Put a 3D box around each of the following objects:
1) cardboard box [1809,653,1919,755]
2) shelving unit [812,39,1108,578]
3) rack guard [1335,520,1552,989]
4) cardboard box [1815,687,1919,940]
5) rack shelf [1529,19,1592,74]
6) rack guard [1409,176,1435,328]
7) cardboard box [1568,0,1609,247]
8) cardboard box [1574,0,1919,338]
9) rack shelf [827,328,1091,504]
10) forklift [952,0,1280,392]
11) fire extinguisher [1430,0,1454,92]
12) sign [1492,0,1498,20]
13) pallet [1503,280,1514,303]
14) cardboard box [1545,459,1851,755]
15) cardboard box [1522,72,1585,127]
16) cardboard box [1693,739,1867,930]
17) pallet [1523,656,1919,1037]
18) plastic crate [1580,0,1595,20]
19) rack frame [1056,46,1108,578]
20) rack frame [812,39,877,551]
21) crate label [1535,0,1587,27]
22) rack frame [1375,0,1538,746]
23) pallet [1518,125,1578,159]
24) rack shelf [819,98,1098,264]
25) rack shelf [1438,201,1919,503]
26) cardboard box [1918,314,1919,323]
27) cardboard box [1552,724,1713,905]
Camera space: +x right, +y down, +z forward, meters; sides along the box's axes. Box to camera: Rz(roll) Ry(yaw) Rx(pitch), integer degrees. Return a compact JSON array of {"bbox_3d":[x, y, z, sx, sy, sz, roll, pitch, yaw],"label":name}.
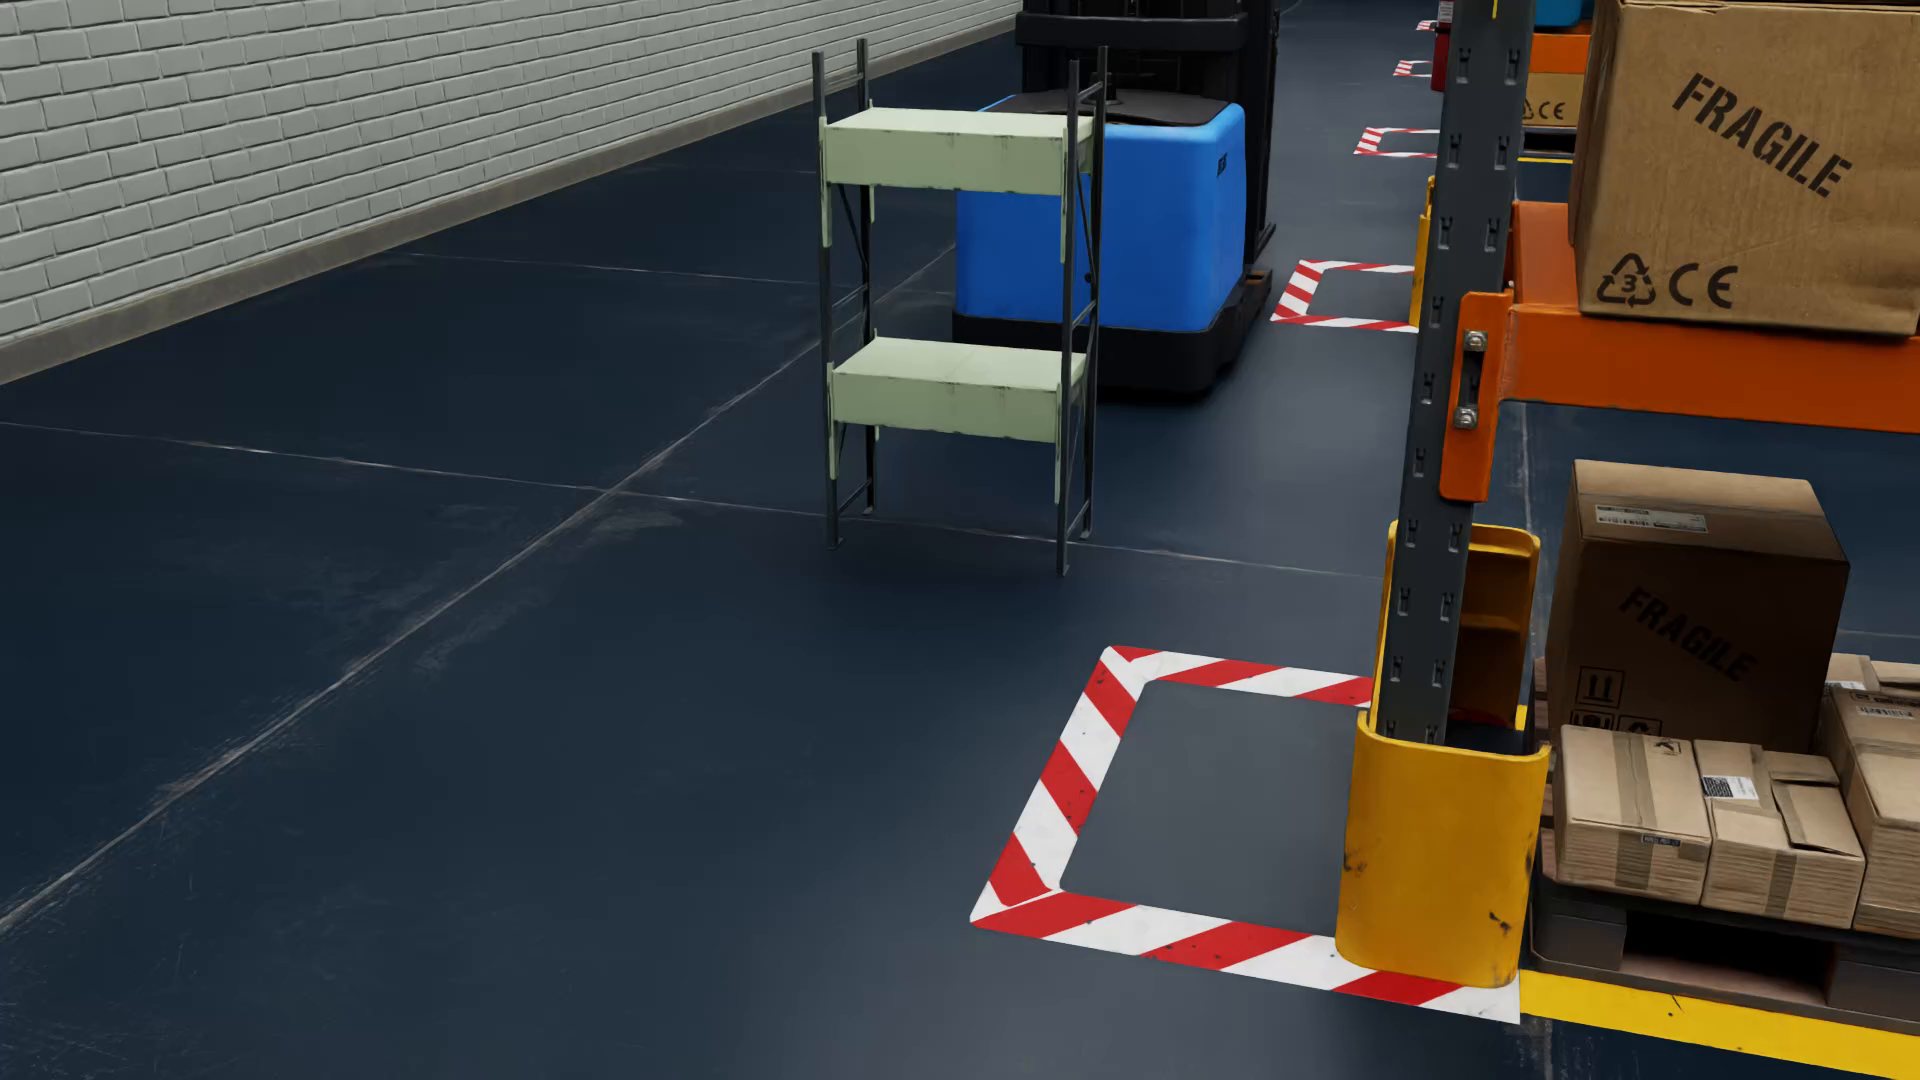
[{"bbox_3d":[1.943,0.391,3.517,0.250,0.166,0.380,7,23,16],"label":"cardboard box"},{"bbox_3d":[0.006,-0.693,4.984,0.755,1.500,0.431,7,23,16],"label":"shelving unit"},{"bbox_3d":[1.062,0.402,3.632,0.348,0.500,1.175,7,23,16],"label":"rack guard"},{"bbox_3d":[1.907,0.523,3.086,0.500,0.250,0.500,7,23,16],"label":"cardboard box"},{"bbox_3d":[4.339,-2.010,7.167,4.000,0.370,1.077,7,23,16],"label":"rack shelf"},{"bbox_3d":[2.397,-1.404,8.034,0.348,0.500,1.175,7,23,16],"label":"rack guard"},{"bbox_3d":[1.497,-0.859,3.280,0.500,0.500,0.500,7,23,17],"label":"cardboard box"},{"bbox_3d":[1.338,-0.665,2.807,0.500,0.500,0.500,7,23,17],"label":"cardboard box"},{"bbox_3d":[0.006,-0.392,5.107,0.720,0.370,0.431,7,23,16],"label":"rack shelf"},{"bbox_3d":[0.884,-2.462,7.409,1.130,2.935,3.031,7,23,16],"label":"forklift"},{"bbox_3d":[2.411,-2.536,8.093,0.183,0.674,0.296,7,23,16],"label":"fire extinguisher"},{"bbox_3d":[0.833,-0.967,2.533,0.005,0.325,0.100,7,23,16],"label":"sign"},{"bbox_3d":[3.202,-1.168,7.839,1.213,0.211,1.003,7,23,16],"label":"pallet"},{"bbox_3d":[1.581,0.160,3.642,0.500,0.500,0.500,7,23,16],"label":"cardboard box"},{"bbox_3d":[4.491,-3.532,12.175,0.875,0.875,0.875,7,23,16],"label":"cardboard box"},{"bbox_3d":[1.531,0.542,3.149,0.250,0.166,0.380,7,23,16],"label":"cardboard box"},{"bbox_3d":[1.826,0.622,3.475,1.213,0.211,1.003,7,23,16],"label":"pallet"},{"bbox_3d":[2.799,-2.638,7.622,0.499,0.435,0.616,7,23,16],"label":"plastic crate"},{"bbox_3d":[0.357,-0.653,4.886,0.023,1.500,0.400,7,23,16],"label":"rack frame"},{"bbox_3d":[-0.344,-0.733,5.081,0.023,1.500,0.400,7,23,16],"label":"rack frame"},{"bbox_3d":[2.565,-2.366,7.227,0.303,0.233,0.416,7,23,16],"label":"crate label"},{"bbox_3d":[0.990,-0.763,3.178,0.127,3.000,1.000,7,23,16],"label":"rack frame"},{"bbox_3d":[4.643,-3.013,12.336,1.213,0.211,1.003,7,23,16],"label":"pallet"},{"bbox_3d":[0.006,-1.054,4.836,0.720,0.370,0.431,7,23,16],"label":"rack shelf"},{"bbox_3d":[2.904,-0.211,2.780,4.000,0.370,1.077,7,23,16],"label":"rack shelf"},{"bbox_3d":[1.834,-0.610,2.674,0.500,0.500,0.500,6,23,15],"label":"cardboard box"},{"bbox_3d":[1.291,0.523,3.219,0.250,0.149,0.380,7,23,16],"label":"cardboard box"}]
